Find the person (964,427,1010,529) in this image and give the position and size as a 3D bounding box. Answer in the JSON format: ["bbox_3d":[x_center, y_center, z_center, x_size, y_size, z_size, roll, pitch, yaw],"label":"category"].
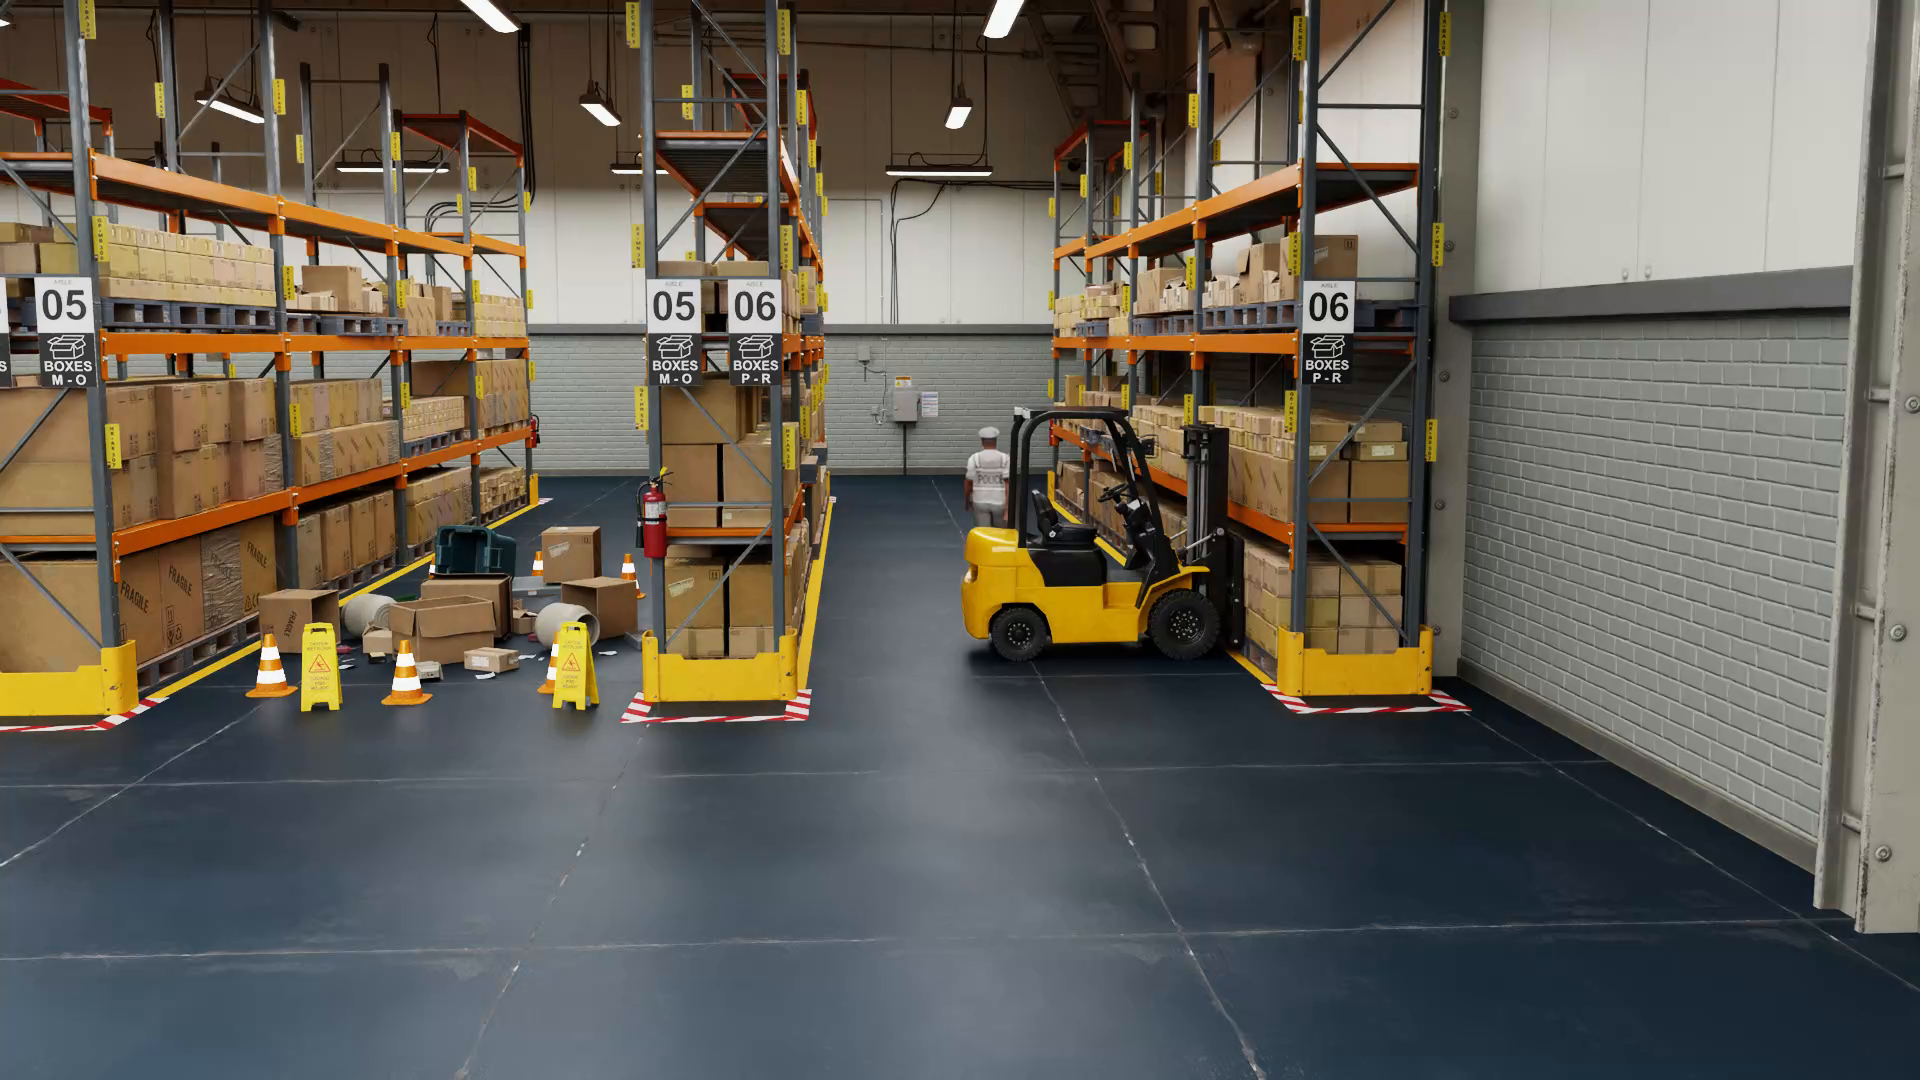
[{"bbox_3d":[0.307,-0.435,19.180,0.539,1.751,0.928,-1,7,-9],"label":"person"}]
